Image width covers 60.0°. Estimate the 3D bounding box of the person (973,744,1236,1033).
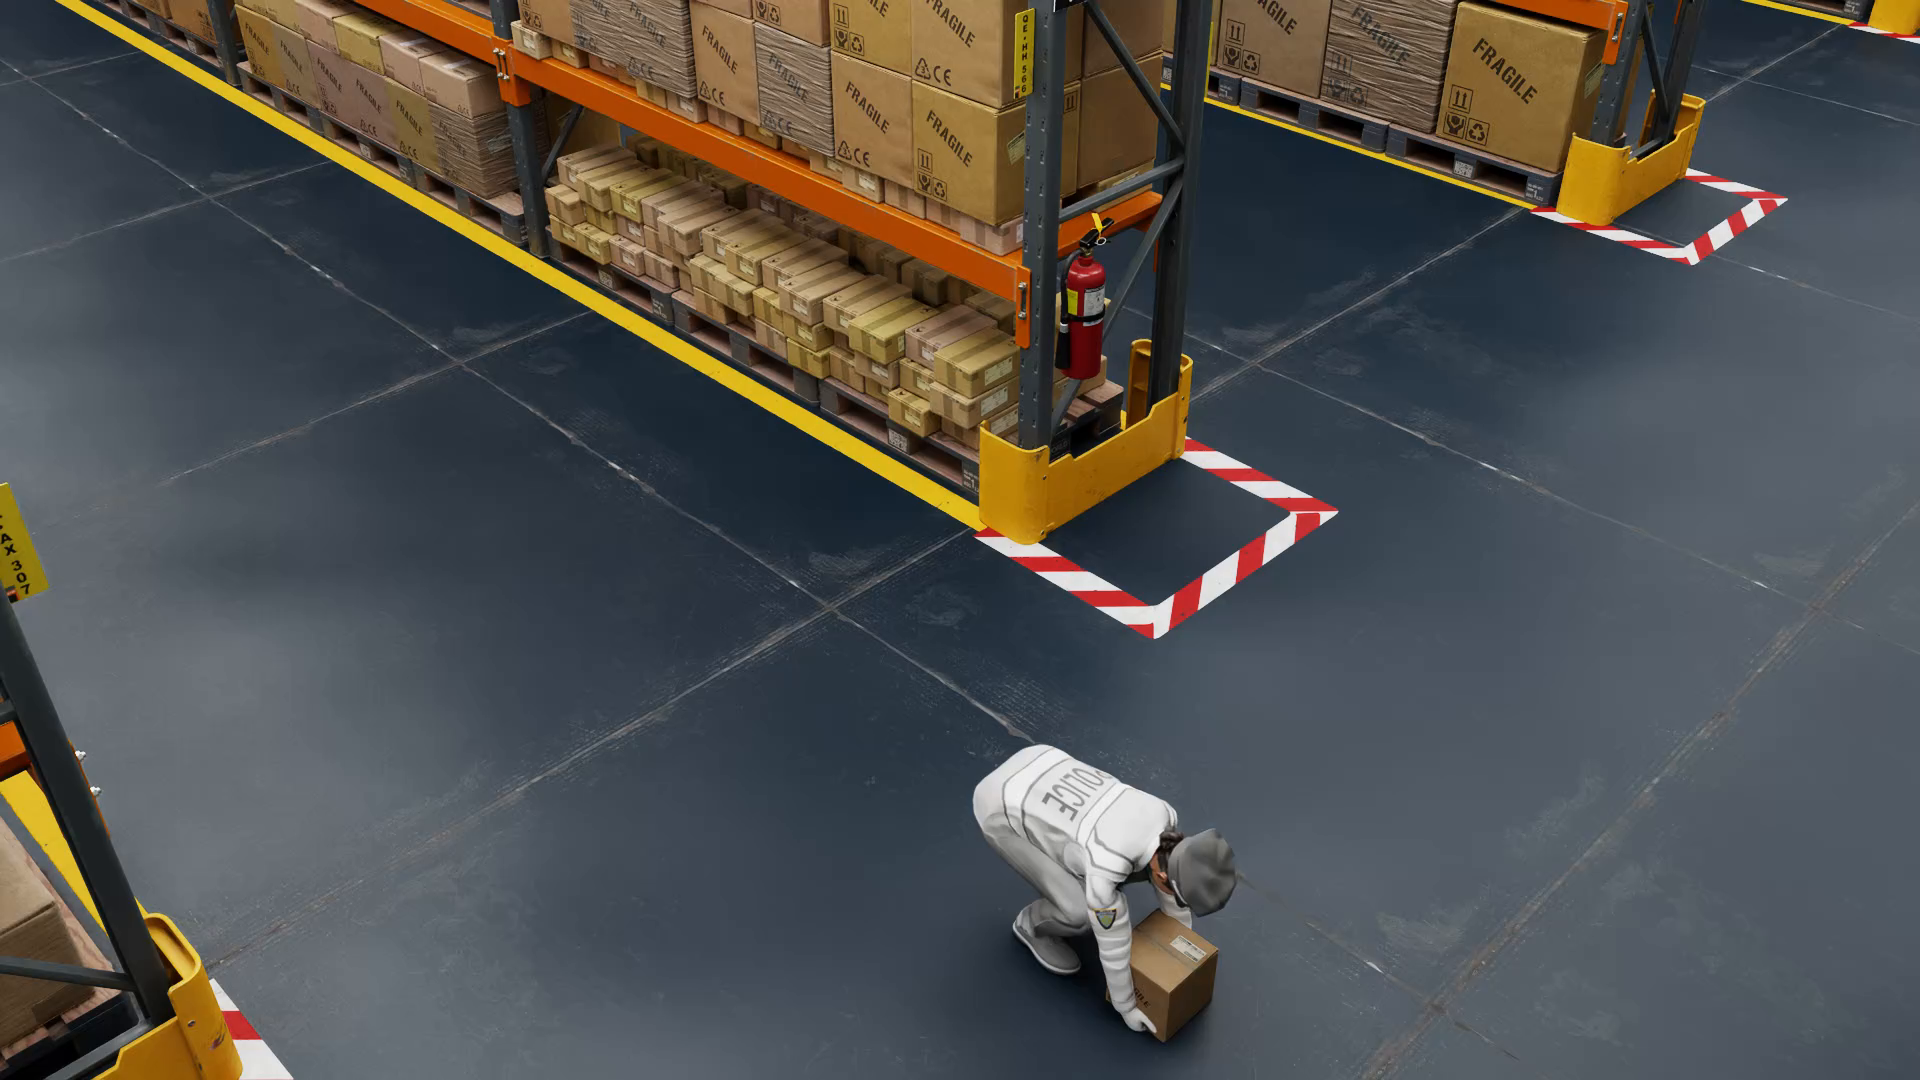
[{"bbox_3d":[0.458,1.091,5.419,0.914,0.770,0.448,29,45,34],"label":"person"}]
